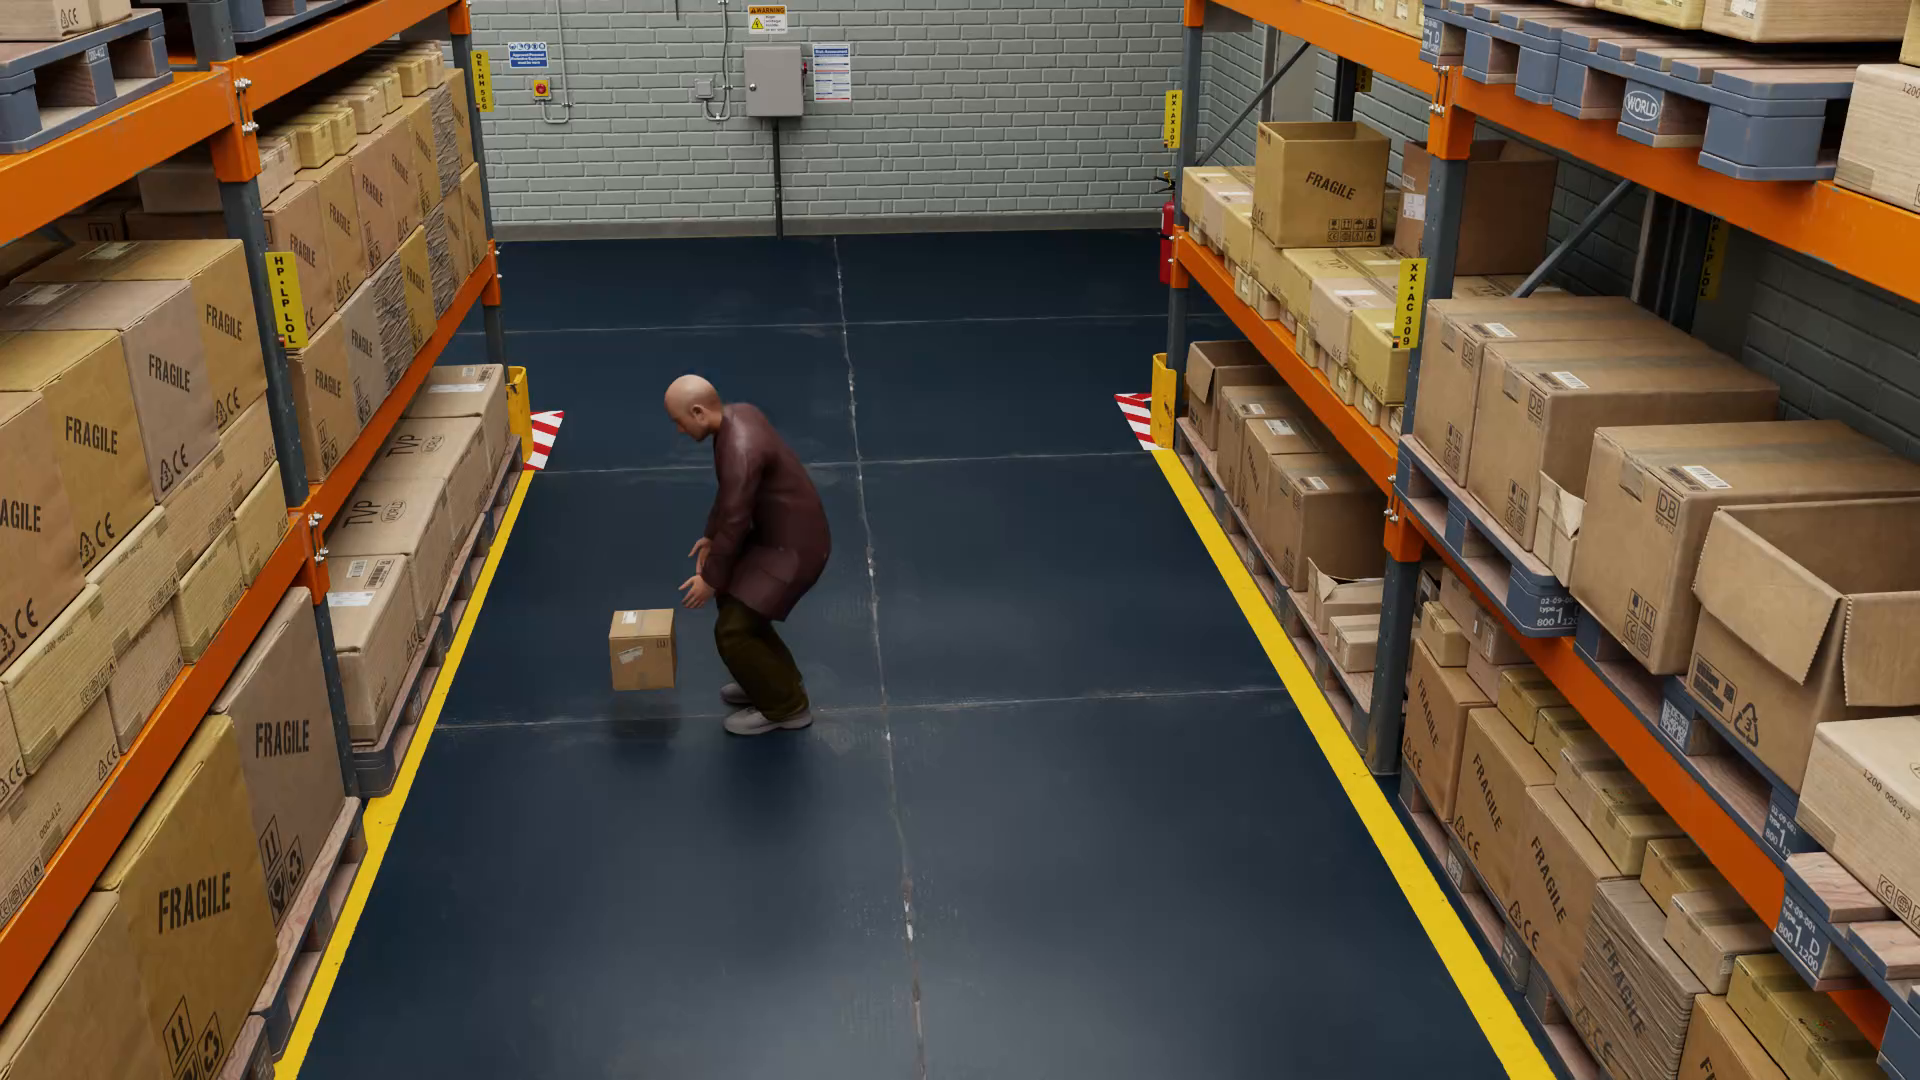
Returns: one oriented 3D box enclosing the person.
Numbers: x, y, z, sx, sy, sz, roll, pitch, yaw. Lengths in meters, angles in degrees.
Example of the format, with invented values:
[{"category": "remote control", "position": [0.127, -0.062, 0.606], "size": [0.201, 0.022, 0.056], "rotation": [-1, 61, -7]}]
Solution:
[{"category": "person", "position": [-0.842, 0.058, 6.809], "size": [0.636, 1.526, 0.626], "rotation": [-2, 23, -5]}]
